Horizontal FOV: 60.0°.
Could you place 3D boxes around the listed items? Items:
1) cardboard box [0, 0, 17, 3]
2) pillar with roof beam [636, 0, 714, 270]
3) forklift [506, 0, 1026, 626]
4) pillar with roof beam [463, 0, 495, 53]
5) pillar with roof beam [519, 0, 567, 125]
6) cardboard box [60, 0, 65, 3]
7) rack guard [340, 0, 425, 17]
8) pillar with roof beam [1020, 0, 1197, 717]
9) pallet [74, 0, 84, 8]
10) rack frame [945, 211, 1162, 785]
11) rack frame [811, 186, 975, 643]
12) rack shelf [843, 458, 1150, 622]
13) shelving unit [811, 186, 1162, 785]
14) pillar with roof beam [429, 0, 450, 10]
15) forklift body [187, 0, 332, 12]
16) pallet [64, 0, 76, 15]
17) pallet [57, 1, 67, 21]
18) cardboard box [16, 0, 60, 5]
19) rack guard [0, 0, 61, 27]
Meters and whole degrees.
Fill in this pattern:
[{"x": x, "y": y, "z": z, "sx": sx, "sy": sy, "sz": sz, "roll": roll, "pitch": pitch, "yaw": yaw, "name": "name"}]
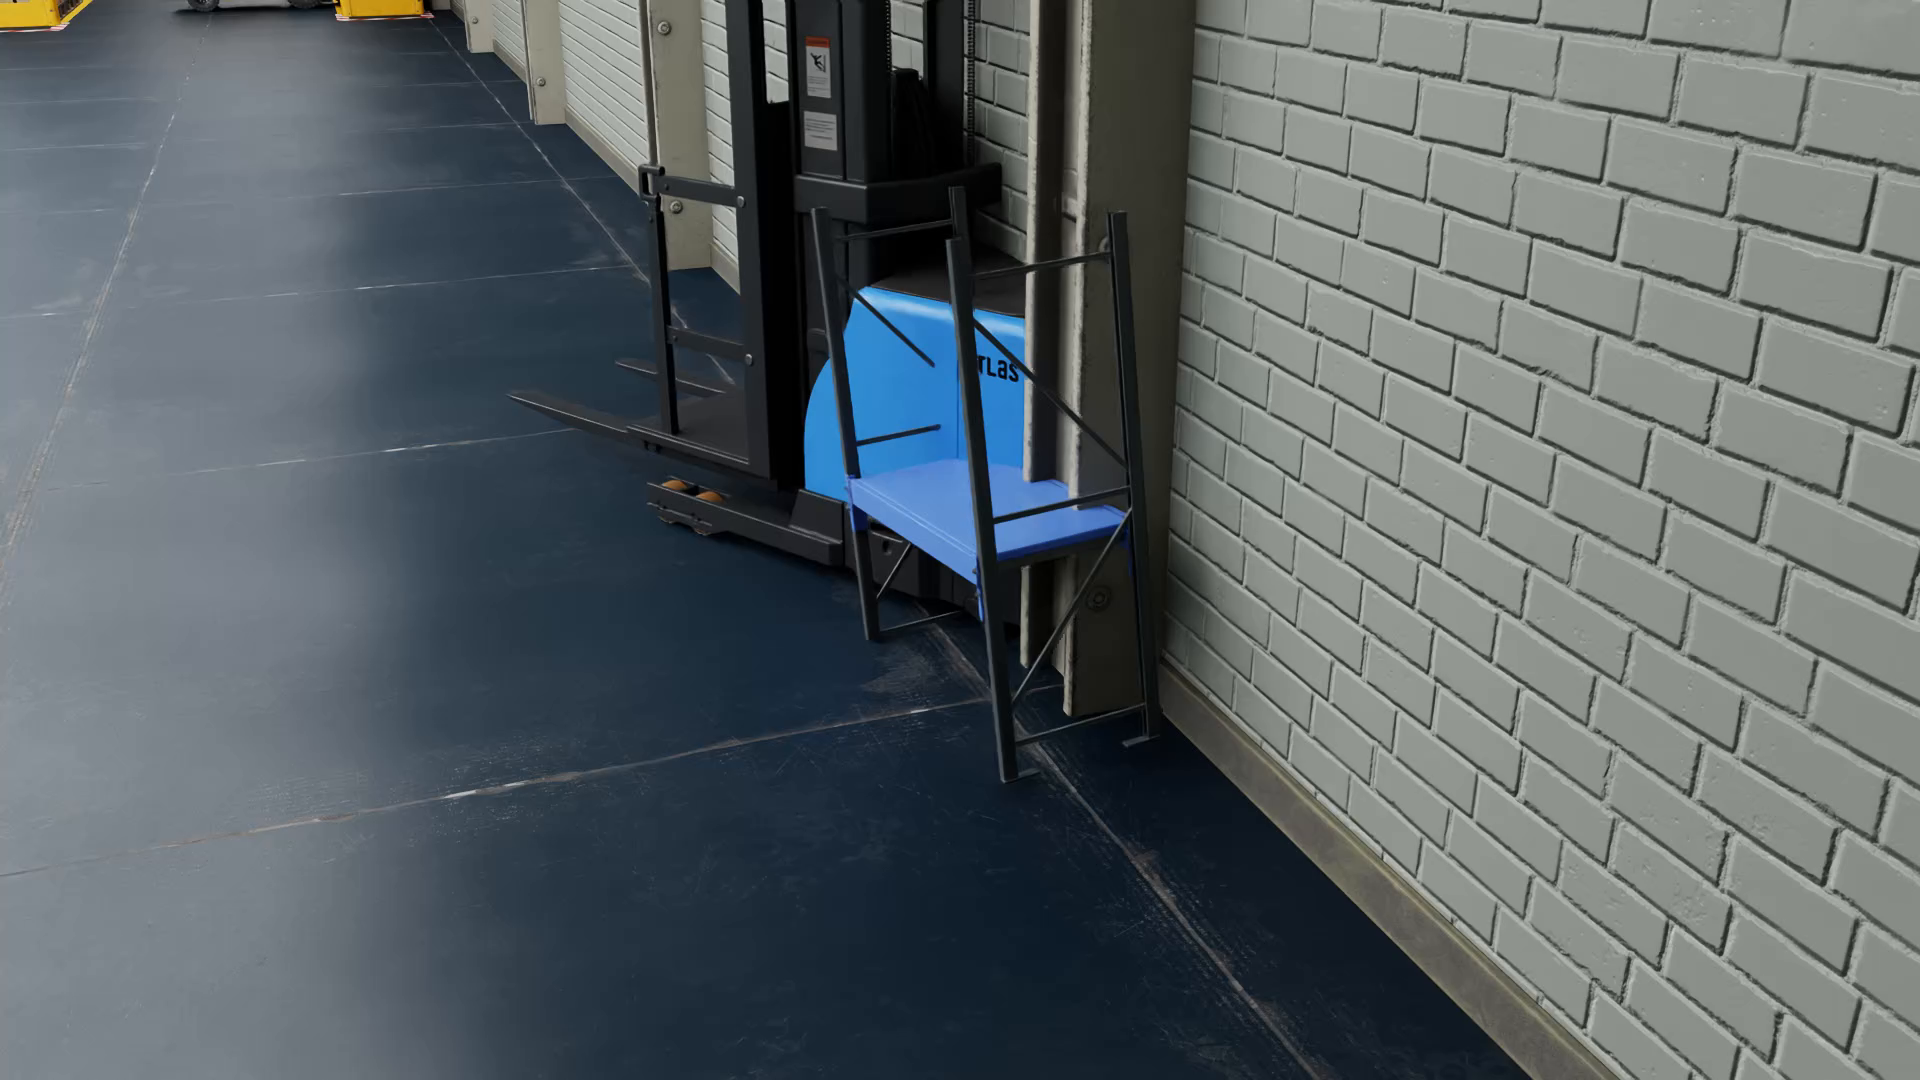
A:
[{"x": -13.859, "y": -7.797, "z": 23.886, "sx": 0.500, "sy": 0.250, "sz": 0.500, "roll": -8, "pitch": 24, "yaw": -19, "name": "cardboard box"}, {"x": -5.743, "y": -5.297, "z": 7.232, "sx": 9.100, "sy": 9.000, "sz": 0.400, "roll": -8, "pitch": 24, "yaw": -19, "name": "pillar with roof beam"}, {"x": -0.576, "y": -1.508, "z": 6.053, "sx": 3.031, "sy": 2.935, "sz": 1.130, "roll": 17, "pitch": 28, "yaw": 35, "name": "forklift"}, {"x": -9.982, "y": -9.657, "z": 17.577, "sx": 9.100, "sy": 9.000, "sz": 0.400, "roll": -8, "pitch": 24, "yaw": -19, "name": "pillar with roof beam"}, {"x": -7.862, "y": -7.477, "z": 12.404, "sx": 9.100, "sy": 9.000, "sz": 0.400, "roll": -8, "pitch": 24, "yaw": -19, "name": "pillar with roof beam"}, {"x": -13.513, "y": -8.049, "z": 24.484, "sx": 0.500, "sy": 0.250, "sz": 0.500, "roll": -7, "pitch": 24, "yaw": -17, "name": "cardboard box"}, {"x": -8.663, "y": -8.126, "z": 24.887, "sx": 1.175, "sy": 0.500, "sz": 0.348, "roll": -8, "pitch": 24, "yaw": -19, "name": "rack guard"}, {"x": -3.623, "y": -3.117, "z": 2.059, "sx": 9.100, "sy": 9.000, "sz": 0.400, "roll": -8, "pitch": 24, "yaw": -19, "name": "pillar with roof beam"}, {"x": -14.456, "y": -8.534, "z": 26.226, "sx": 1.003, "sy": 0.211, "sz": 1.213, "roll": -8, "pitch": 24, "yaw": -19, "name": "pallet"}, {"x": 0.271, "y": -0.090, "z": 4.452, "sx": 0.500, "sy": 1.500, "sz": 0.032, "roll": -13, "pitch": 20, "yaw": -21, "name": "rack frame"}, {"x": -0.144, "y": -0.345, "z": 5.345, "sx": 0.500, "sy": 1.500, "sz": 0.032, "roll": -13, "pitch": 20, "yaw": -21, "name": "rack frame"}, {"x": 0.081, "y": -0.048, "z": 4.956, "sx": 0.538, "sy": 0.185, "sz": 1.000, "roll": -13, "pitch": 20, "yaw": -21, "name": "rack shelf"}, {"x": 0.063, "y": -0.218, "z": 4.899, "sx": 0.538, "sy": 1.500, "sz": 1.048, "roll": -13, "pitch": 20, "yaw": -21, "name": "shelving unit"}, {"x": -12.102, "y": -11.838, "z": 22.749, "sx": 9.100, "sy": 9.000, "sz": 0.400, "roll": -8, "pitch": 24, "yaw": -19, "name": "pillar with roof beam"}, {"x": -11.048, "y": -9.335, "z": 25.628, "sx": 2.313, "sy": 2.155, "sz": 1.214, "roll": -8, "pitch": 24, "yaw": -19, "name": "forklift body"}, {"x": -14.022, "y": -8.090, "z": 25.172, "sx": 1.003, "sy": 0.211, "sz": 1.213, "roll": -8, "pitch": 24, "yaw": -19, "name": "pallet"}, {"x": -13.594, "y": -7.647, "z": 24.122, "sx": 1.003, "sy": 0.211, "sz": 1.213, "roll": -8, "pitch": 24, "yaw": -19, "name": "pallet"}, {"x": -13.340, "y": -7.862, "z": 24.041, "sx": 0.500, "sy": 0.250, "sz": 0.500, "roll": -9, "pitch": 24, "yaw": -19, "name": "cardboard box"}, {"x": -13.340, "y": -7.480, "z": 23.354, "sx": 1.175, "sy": 0.500, "sz": 0.348, "roll": -8, "pitch": 24, "yaw": -19, "name": "rack guard"}]
